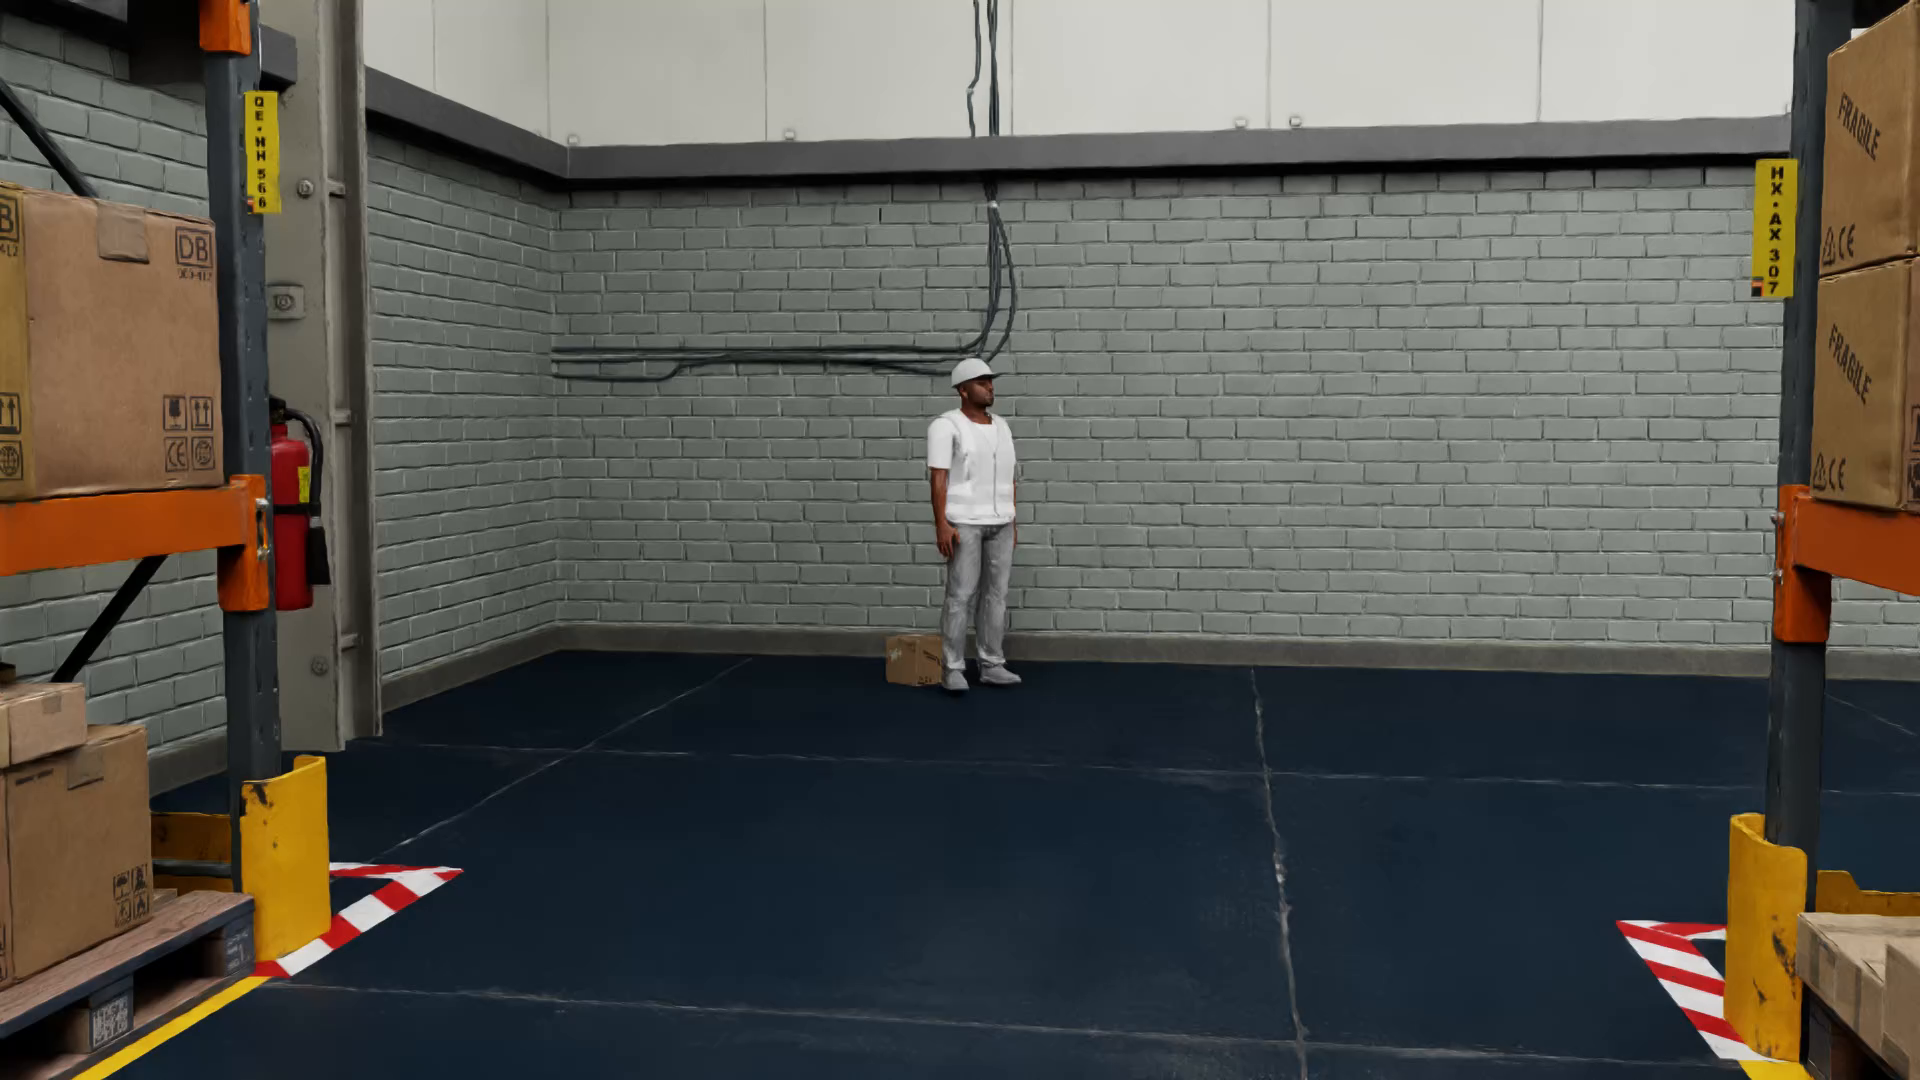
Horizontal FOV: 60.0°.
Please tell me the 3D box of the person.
[{"bbox_3d":[0.105,-0.092,8.941,0.573,1.771,0.376,-3,6,-38],"label":"person"}]
